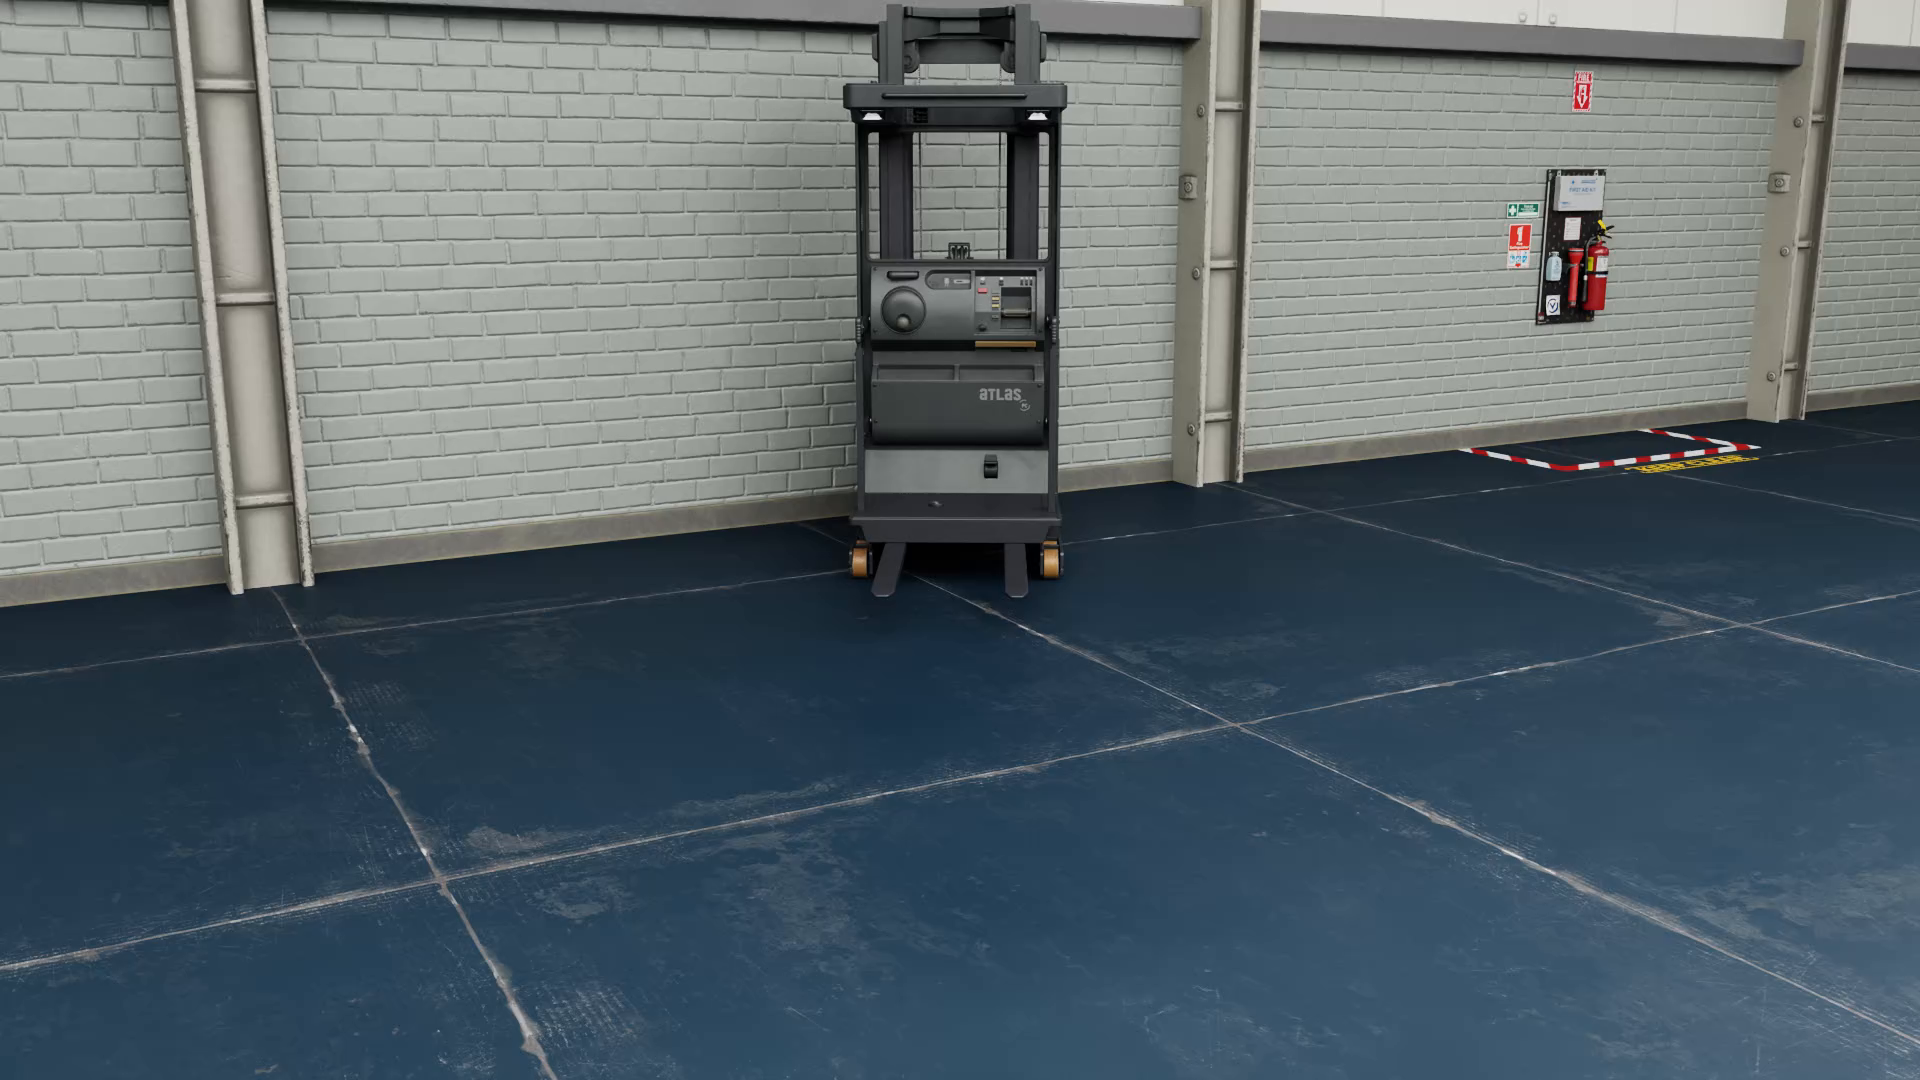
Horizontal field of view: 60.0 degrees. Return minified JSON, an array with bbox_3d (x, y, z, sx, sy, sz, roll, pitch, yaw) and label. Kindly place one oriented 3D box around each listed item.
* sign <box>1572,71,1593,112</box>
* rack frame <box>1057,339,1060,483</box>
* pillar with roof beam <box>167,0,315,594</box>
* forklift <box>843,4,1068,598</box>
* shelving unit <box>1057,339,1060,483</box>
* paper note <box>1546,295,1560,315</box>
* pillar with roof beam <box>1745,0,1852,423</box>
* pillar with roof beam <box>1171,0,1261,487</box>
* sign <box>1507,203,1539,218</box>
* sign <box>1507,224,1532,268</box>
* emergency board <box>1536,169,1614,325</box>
[{"bbox_3d":[4.717,-3.398,12.596,0.199,0.298,0.001,-7,14,-28],"label":"sign"},{"bbox_3d":[0.610,-0.725,10.441,0.008,1.050,0.200,2,13,7],"label":"rack frame"},{"bbox_3d":[-1.511,-3.336,3.937,0.400,9.000,9.100,-7,14,-28],"label":"pillar with roof beam"},{"bbox_3d":[-0.015,-1.292,8.673,1.130,2.935,3.031,0,13,1],"label":"forklift"},{"bbox_3d":[0.489,-0.729,10.456,0.252,1.050,0.215,2,13,7],"label":"shelving unit"},{"bbox_3d":[4.583,-1.814,12.842,0.142,0.148,0.016,-7,14,-28],"label":"paper note"},{"bbox_3d":[9.022,-4.598,9.547,0.400,9.000,9.100,-7,14,-28],"label":"pillar with roof beam"},{"bbox_3d":[3.756,-3.967,6.742,0.400,9.000,9.100,-7,14,-28],"label":"pillar with roof beam"},{"bbox_3d":[4.245,-2.485,12.531,0.331,0.109,0.001,-7,14,-28],"label":"sign"},{"bbox_3d":[4.237,-2.228,12.595,0.234,0.329,0.001,-7,14,-28],"label":"sign"},{"bbox_3d":[4.772,-2.249,12.769,0.643,1.169,0.194,-7,14,-28],"label":"emergency board"}]
